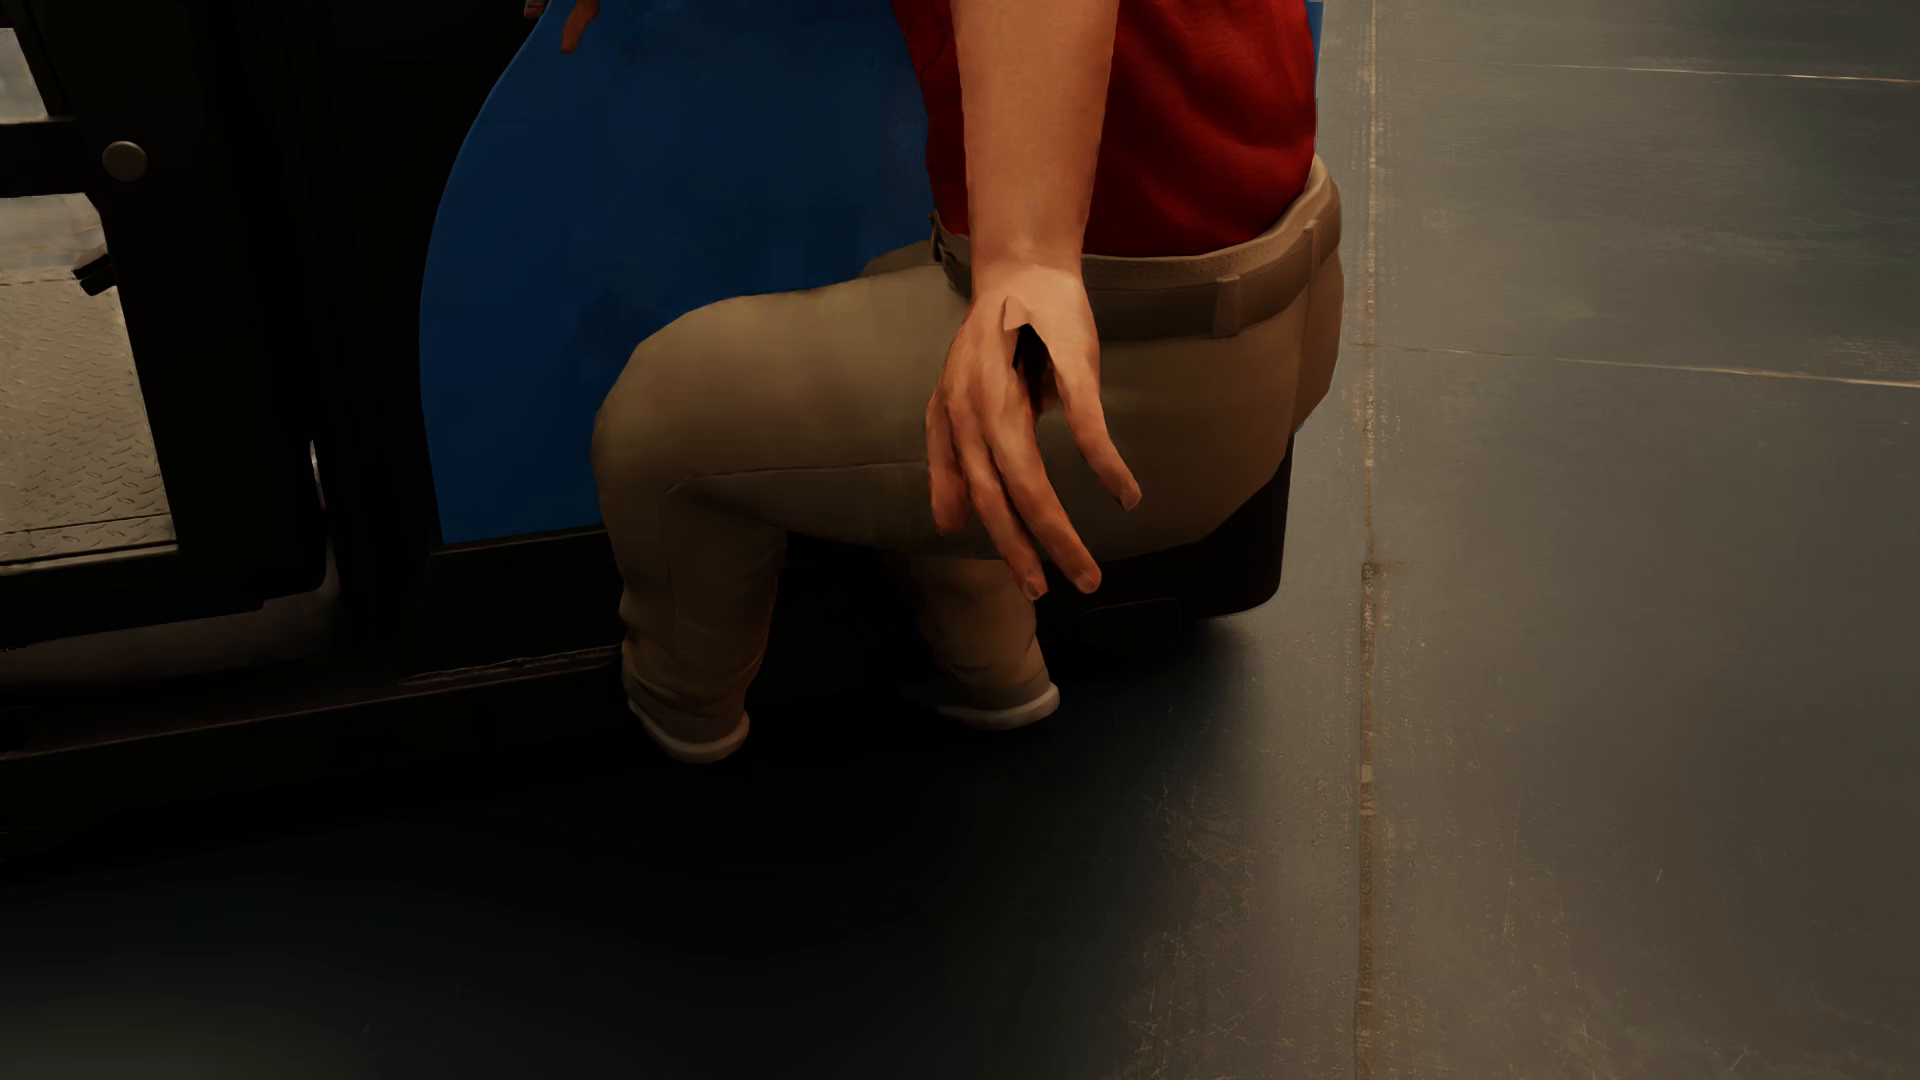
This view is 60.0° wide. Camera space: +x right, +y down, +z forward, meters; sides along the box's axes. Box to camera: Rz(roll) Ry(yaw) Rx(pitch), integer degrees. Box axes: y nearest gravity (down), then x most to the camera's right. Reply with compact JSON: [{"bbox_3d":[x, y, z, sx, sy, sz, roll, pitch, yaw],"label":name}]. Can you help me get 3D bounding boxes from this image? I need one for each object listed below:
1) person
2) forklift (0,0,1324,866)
[{"bbox_3d":[-0.138,-0.208,1.426,0.945,1.463,1.082,11,29,21],"label":"person"},{"bbox_3d":[-1.145,-1.182,1.590,3.031,2.935,1.130,-8,28,-16],"label":"forklift"}]
